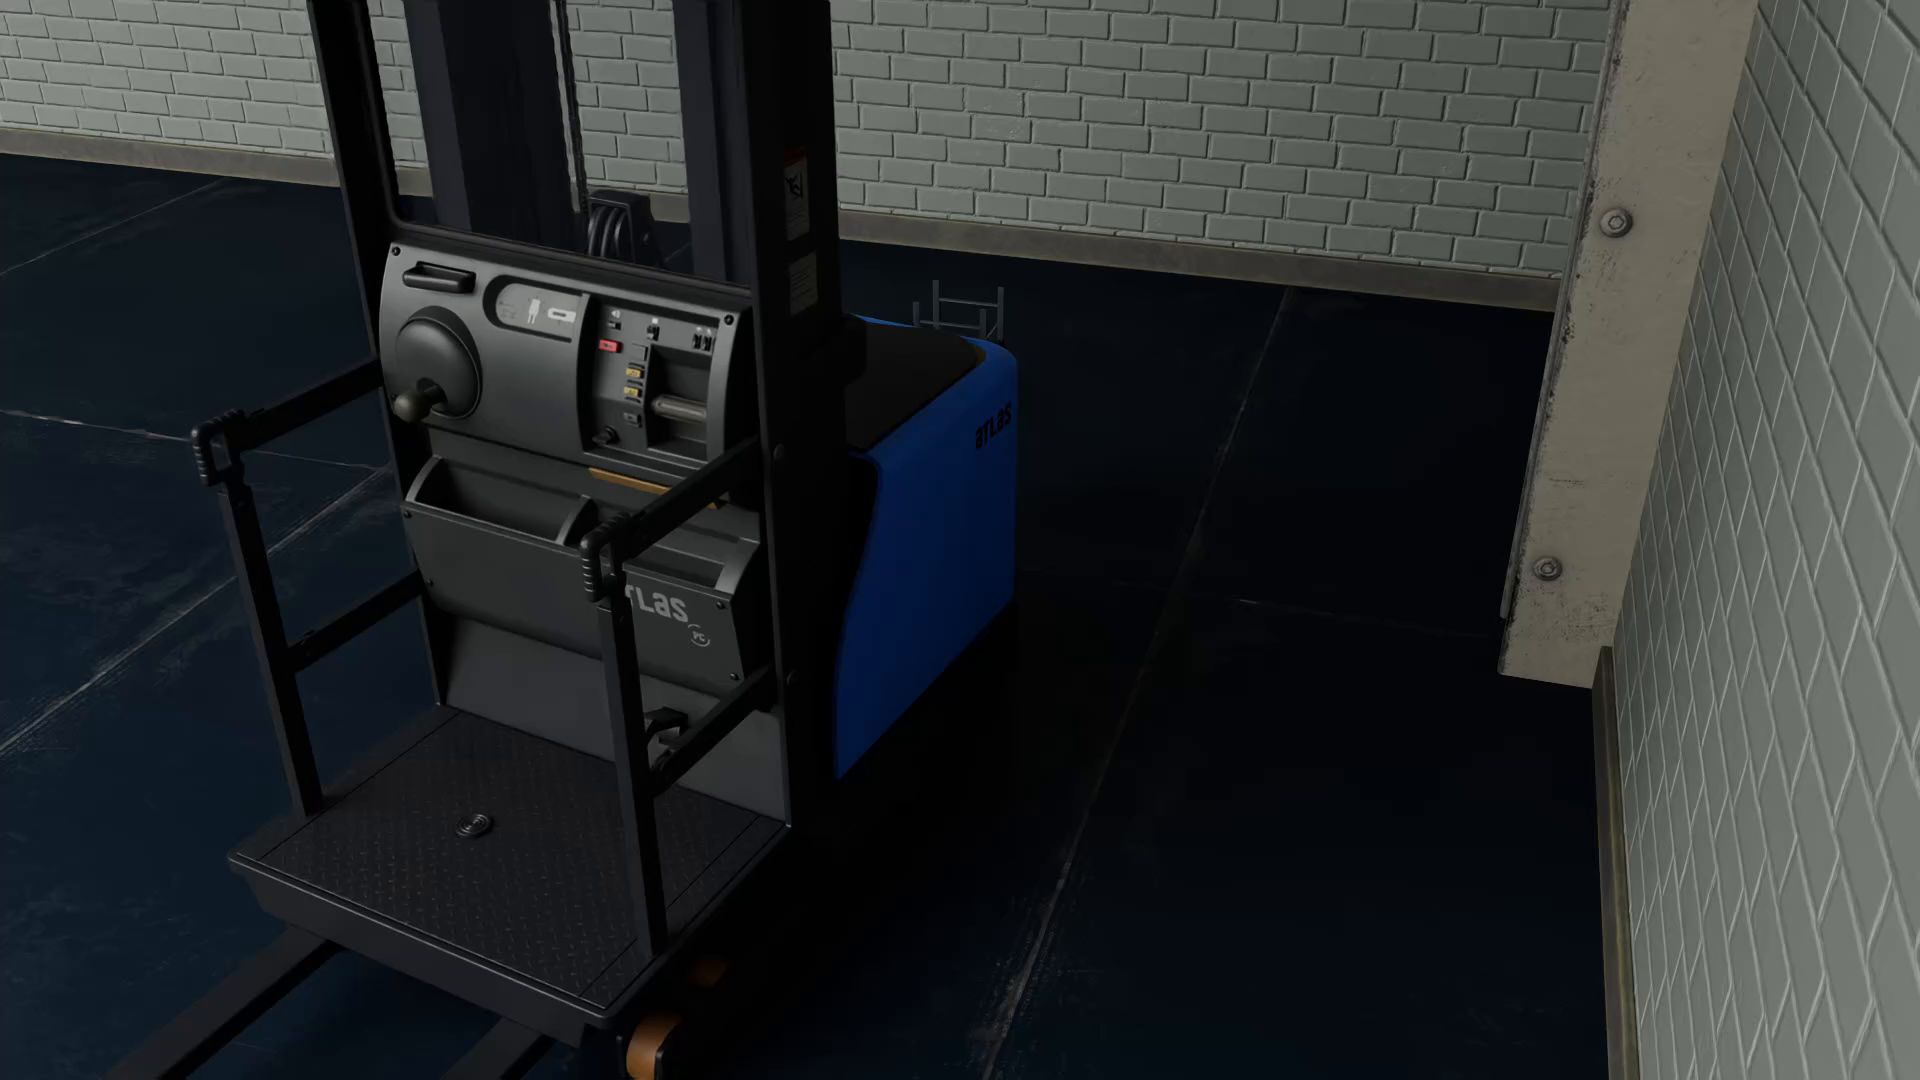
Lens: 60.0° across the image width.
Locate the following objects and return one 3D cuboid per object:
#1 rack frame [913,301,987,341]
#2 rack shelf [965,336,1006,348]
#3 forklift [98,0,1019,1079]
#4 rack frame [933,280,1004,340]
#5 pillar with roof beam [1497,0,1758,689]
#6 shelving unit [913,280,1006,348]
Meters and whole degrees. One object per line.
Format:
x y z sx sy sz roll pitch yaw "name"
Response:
-0.032 -0.342 5.440 0.240 0.900 0.006 8 30 15 "rack frame"
-0.002 -0.596 5.409 0.258 0.077 0.200 8 30 15 "rack shelf"
-0.957 -0.342 3.350 1.130 2.935 3.031 14 32 24 "forklift"
0.027 -0.437 5.609 0.240 0.900 0.006 8 30 15 "rack frame"
-2.286 -4.213 4.067 9.100 9.000 0.400 8 30 15 "pillar with roof beam"
-0.002 -0.389 5.524 0.258 0.900 0.210 8 30 15 "shelving unit"
